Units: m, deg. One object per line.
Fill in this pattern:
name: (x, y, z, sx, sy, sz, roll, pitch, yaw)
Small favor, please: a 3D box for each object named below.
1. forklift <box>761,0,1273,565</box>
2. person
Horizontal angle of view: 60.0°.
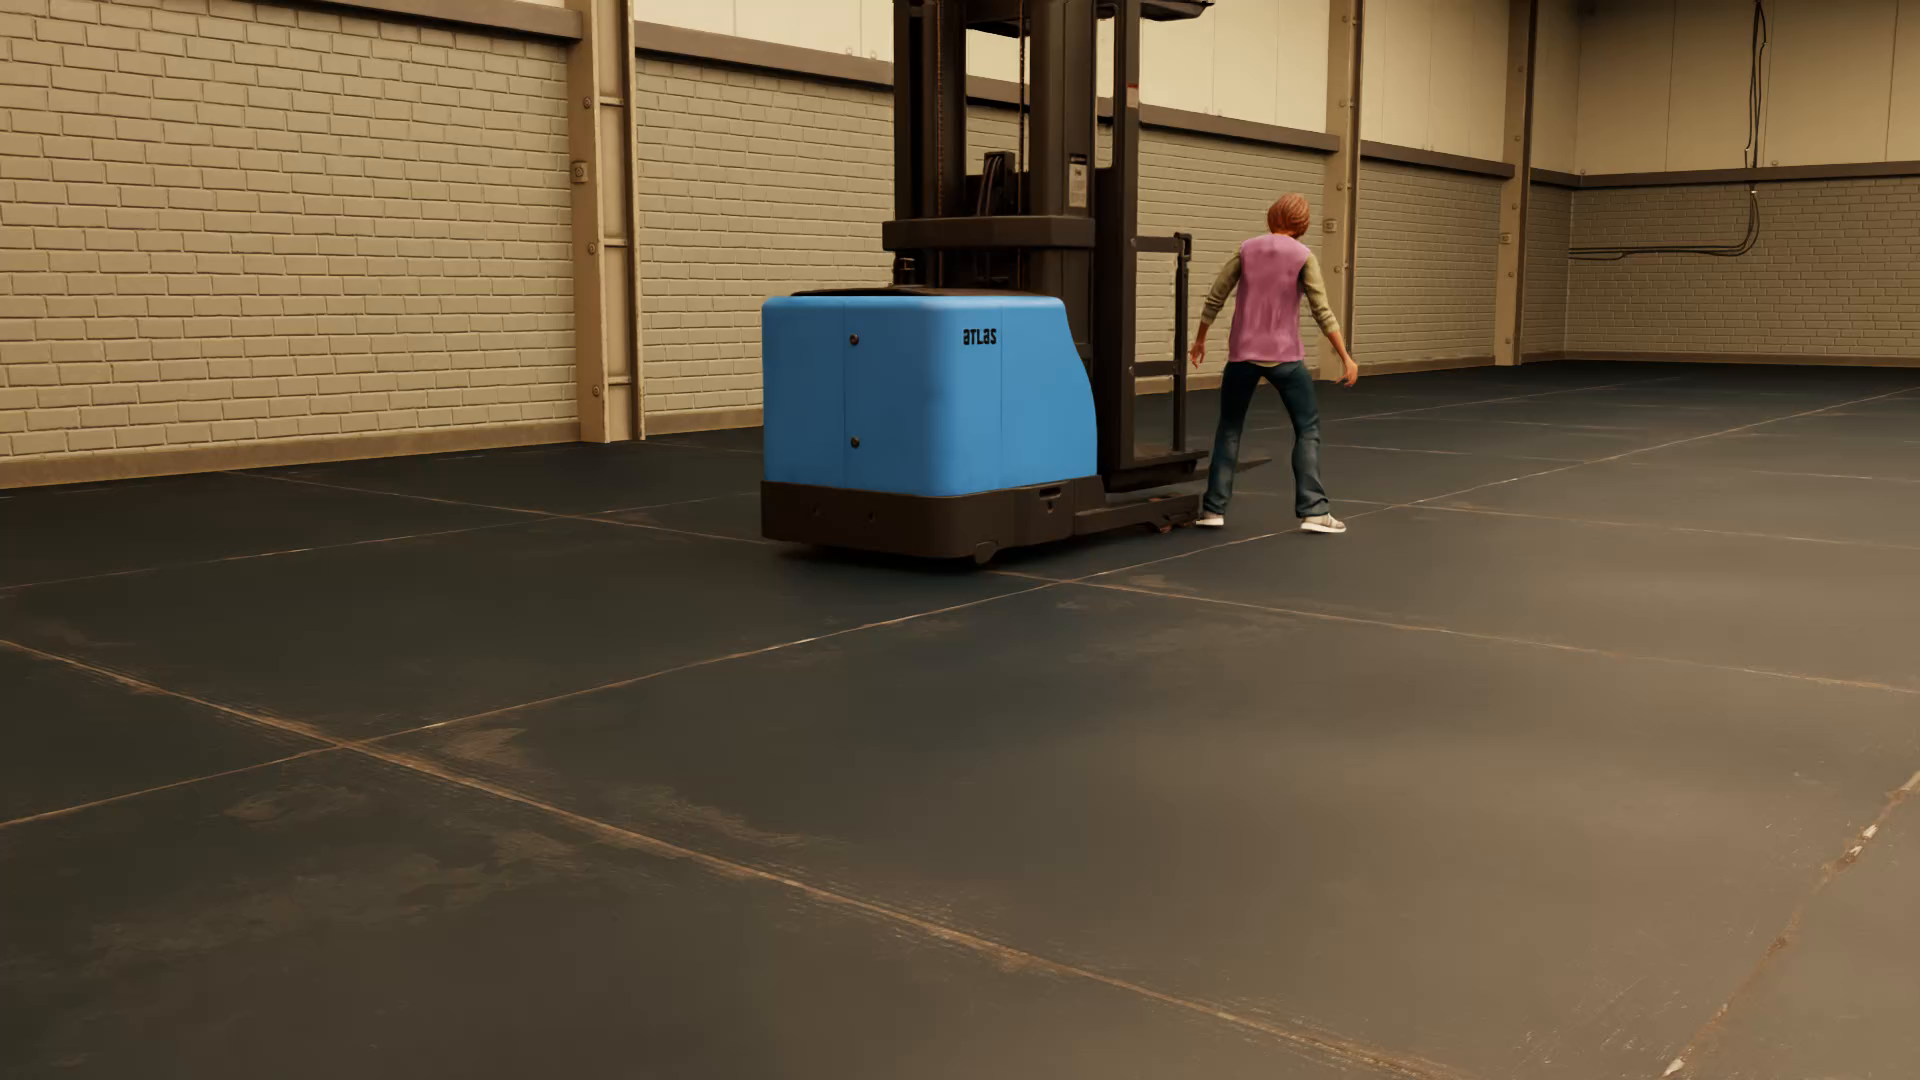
forklift: (0.467, -1.520, 7.669, 1.130, 2.935, 3.031, 6, 11, 38)
person: (1.445, -0.814, 7.698, 0.782, 1.557, 0.360, 4, 9, 25)
